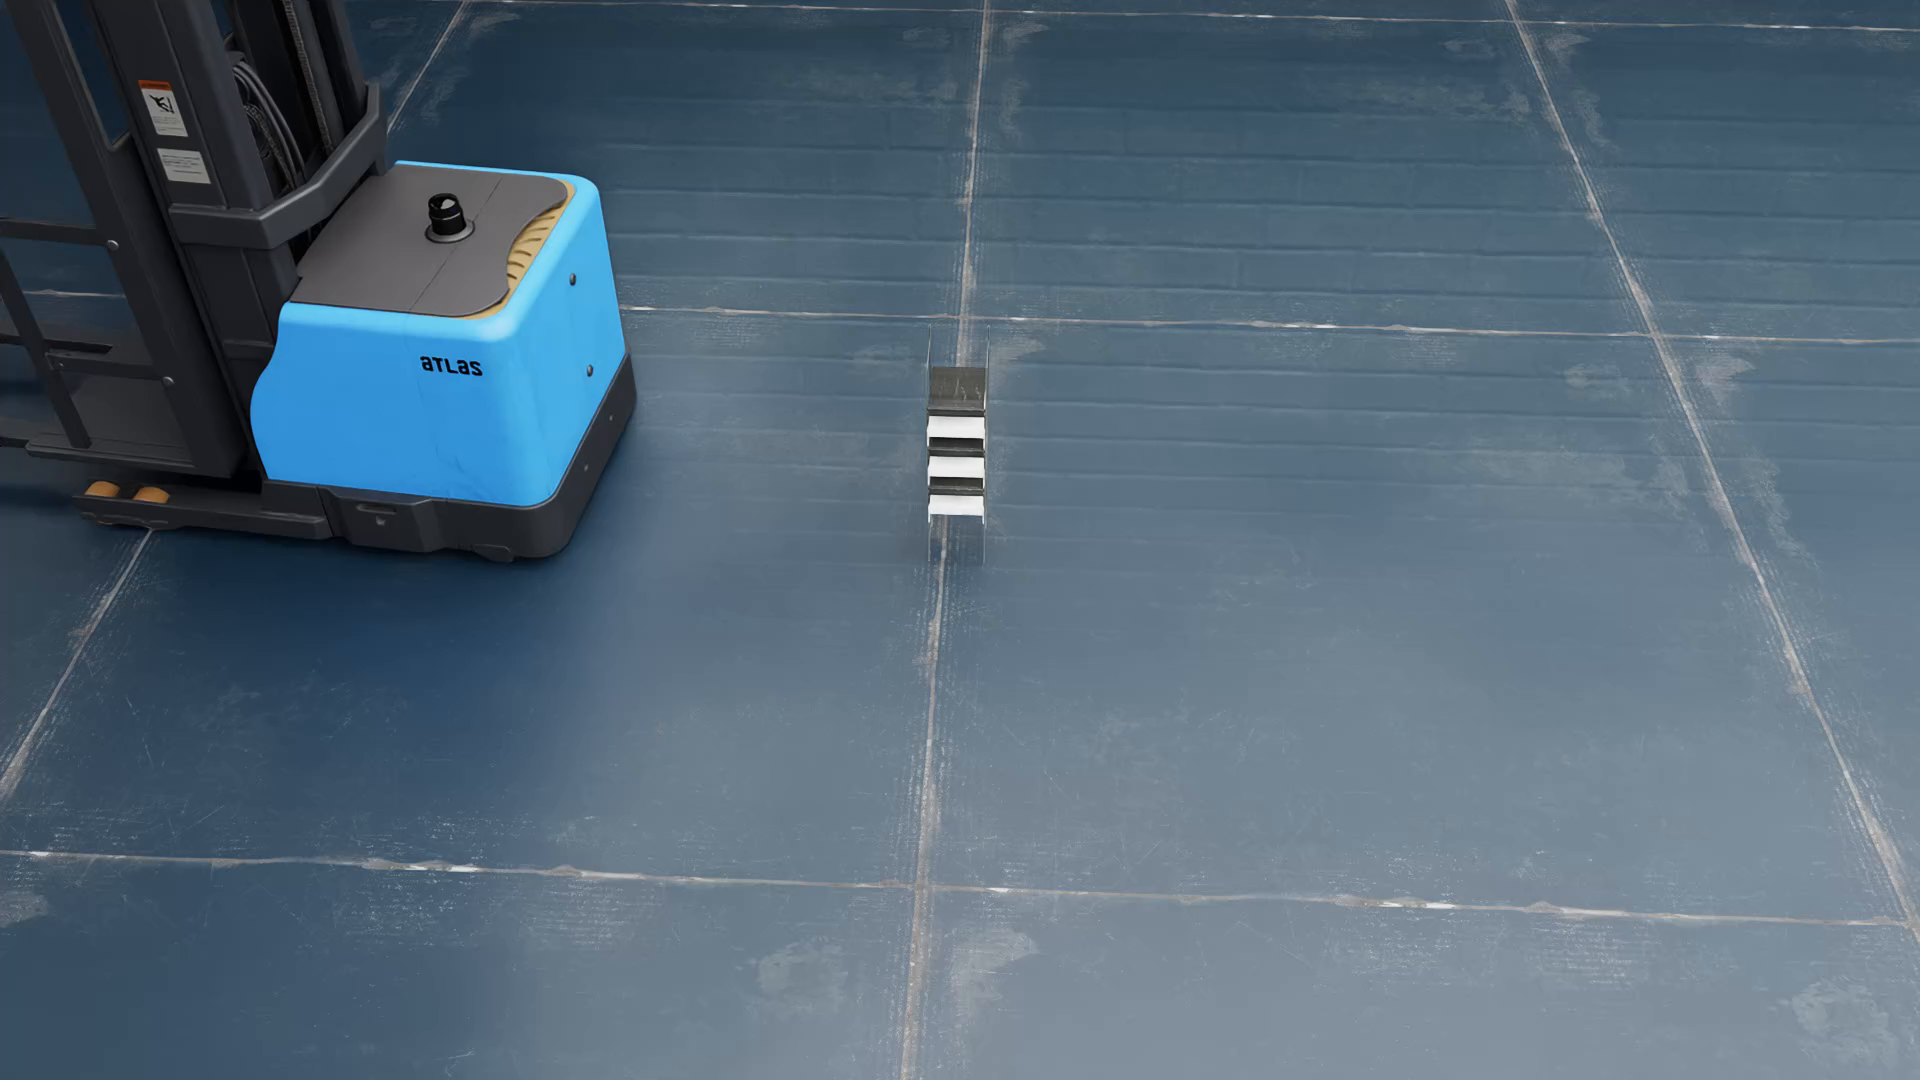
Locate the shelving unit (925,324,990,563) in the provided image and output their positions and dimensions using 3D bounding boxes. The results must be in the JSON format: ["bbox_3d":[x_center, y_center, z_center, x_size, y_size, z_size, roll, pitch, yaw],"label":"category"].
[{"bbox_3d":[-0.008,-0.330,5.944,0.210,0.900,0.258,2,43,2],"label":"shelving unit"}]

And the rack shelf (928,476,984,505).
[{"bbox_3d":[-0.008,-0.239,6.028,0.200,0.077,0.258,2,43,2],"label":"rack shelf"}]

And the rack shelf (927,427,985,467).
[{"bbox_3d":[-0.008,-0.371,5.905,0.200,0.077,0.258,2,43,2],"label":"rack shelf"}]

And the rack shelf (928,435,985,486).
[{"bbox_3d":[-0.008,-0.305,5.966,0.200,0.077,0.258,2,43,2],"label":"rack shelf"}]

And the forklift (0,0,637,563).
[{"bbox_3d":[-2.875,-1.459,5.665,3.031,2.935,1.130,6,43,7],"label":"forklift"}]

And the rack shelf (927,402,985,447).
[{"bbox_3d":[-0.008,-0.437,5.844,0.200,0.077,0.258,2,43,2],"label":"rack shelf"}]

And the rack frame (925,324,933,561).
[{"bbox_3d":[-0.110,-0.333,5.947,0.006,0.900,0.240,2,43,2],"label":"rack frame"}]

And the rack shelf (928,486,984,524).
[{"bbox_3d":[-0.008,-0.173,6.089,0.200,0.077,0.258,2,43,2],"label":"rack shelf"}]

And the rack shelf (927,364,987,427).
[{"bbox_3d":[-0.008,-0.503,5.782,0.200,0.077,0.258,2,43,2],"label":"rack shelf"}]

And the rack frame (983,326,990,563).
[{"bbox_3d":[0.093,-0.326,5.940,0.006,0.900,0.240,2,43,2],"label":"rack frame"}]
